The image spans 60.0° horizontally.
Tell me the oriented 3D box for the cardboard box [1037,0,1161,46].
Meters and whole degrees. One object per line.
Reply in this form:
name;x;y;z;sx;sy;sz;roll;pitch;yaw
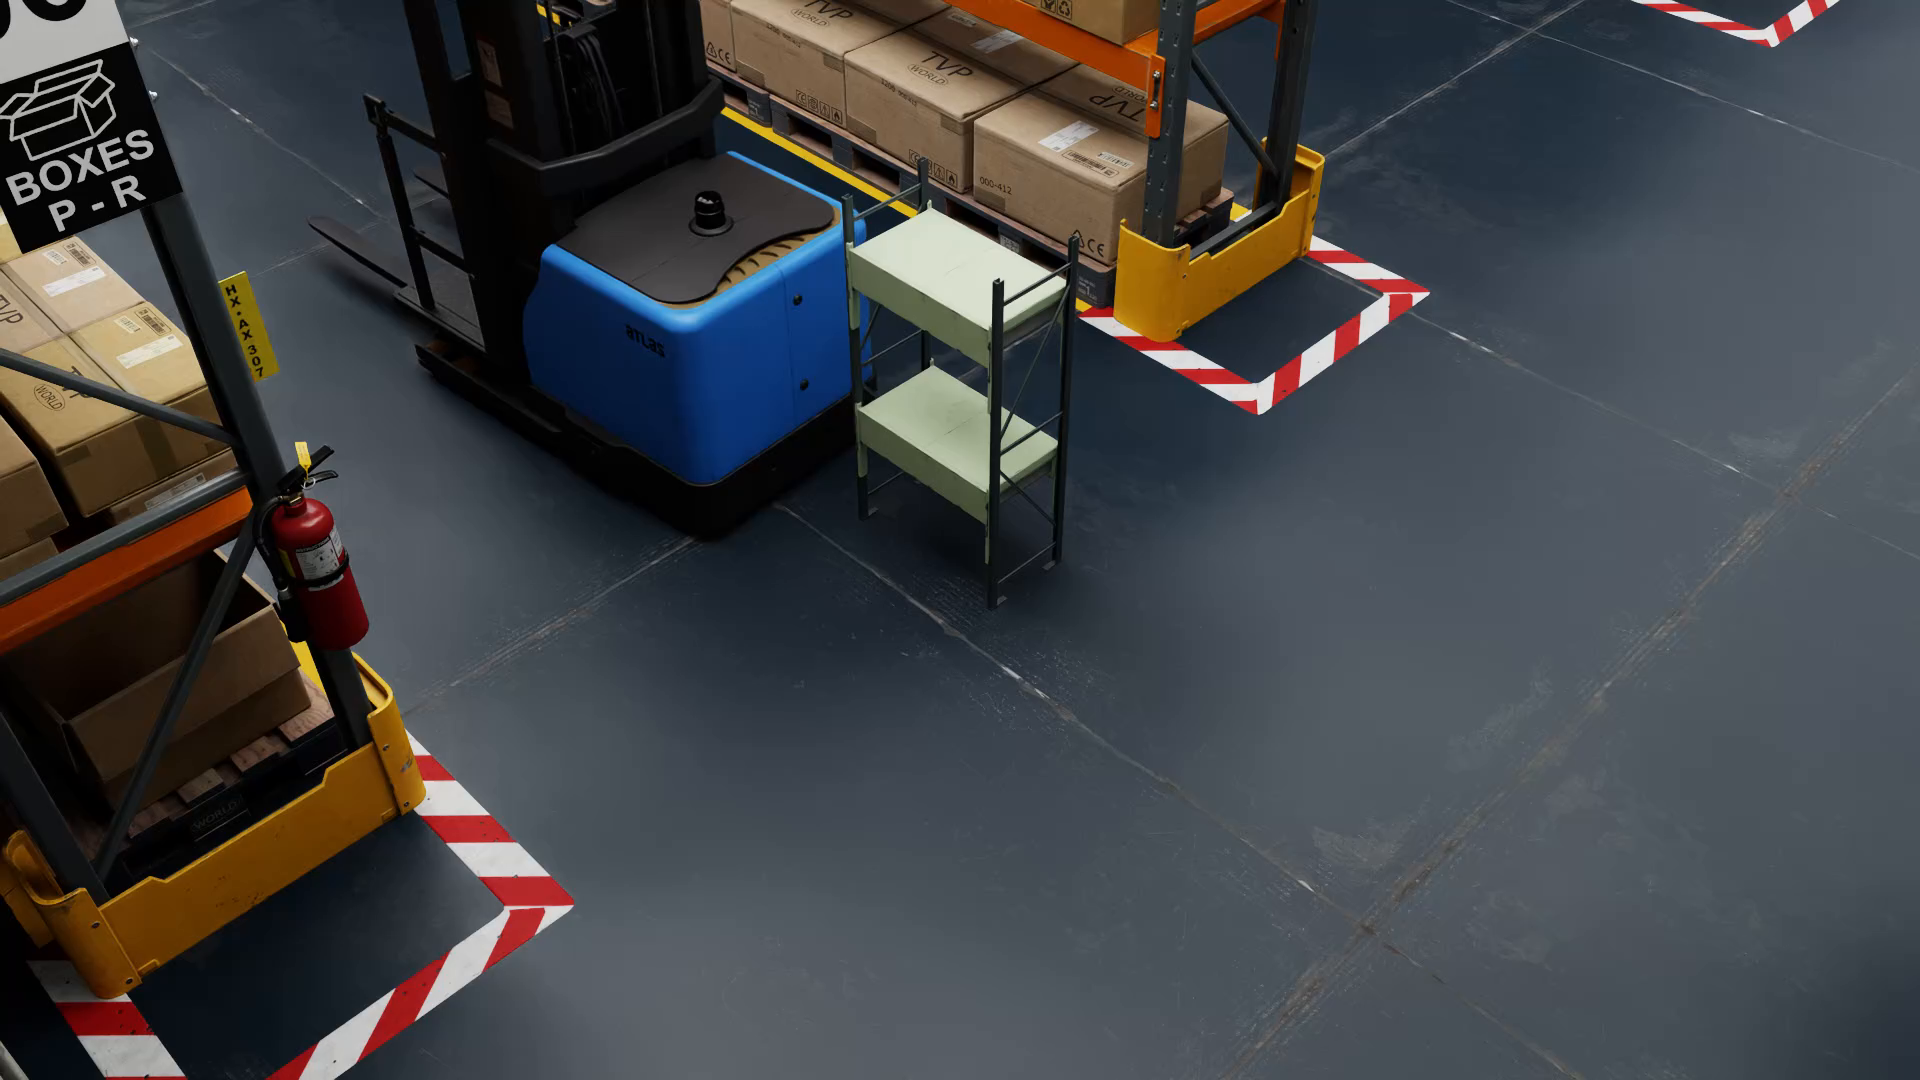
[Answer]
cardboard box;0.685;-2.508;7.125;0.500;0.500;0.500;-34;52;-31

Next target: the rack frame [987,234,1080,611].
rack frame;0.254;-0.378;5.999;0.400;1.500;0.023;-34;53;-31

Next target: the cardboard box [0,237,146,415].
cardboard box;-2.784;-0.629;5.056;0.500;0.250;0.500;-34;52;-31

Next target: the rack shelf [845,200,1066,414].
rack shelf;-0.005;-0.841;5.924;0.431;0.370;0.720;-34;53;-31

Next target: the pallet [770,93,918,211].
pallet;-0.264;-2.275;9.001;1.003;0.211;1.213;-34;53;-31

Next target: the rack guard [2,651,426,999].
rack guard;-2.352;0.896;5.357;1.175;0.500;0.348;-34;53;-31

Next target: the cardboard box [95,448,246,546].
cardboard box;-2.337;-0.183;4.867;0.250;0.149;0.380;34;52;31

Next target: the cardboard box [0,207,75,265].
cardboard box;-3.145;-0.871;5.318;0.500;0.250;0.500;33;52;31

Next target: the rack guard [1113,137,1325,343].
rack guard;1.230;-1.437;7.881;1.175;0.500;0.348;-34;53;-31

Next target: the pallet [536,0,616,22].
pallet;-2.210;-3.599;10.434;1.003;0.211;1.213;-34;53;-31

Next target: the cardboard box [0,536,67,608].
cardboard box;-2.723;0.076;4.587;0.250;0.149;0.380;34;52;31

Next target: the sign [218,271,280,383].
sign;-1.915;-0.564;4.457;0.100;0.325;0.005;-34;53;-31

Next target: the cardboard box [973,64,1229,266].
cardboard box;0.676;-1.849;8.064;0.875;0.438;0.875;32;52;30

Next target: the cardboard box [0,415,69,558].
cardboard box;-2.811;-0.134;4.520;0.500;0.250;0.500;-33;52;-30

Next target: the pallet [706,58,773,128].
pallet;-1.130;-2.861;9.636;1.003;0.211;1.213;-34;53;-31

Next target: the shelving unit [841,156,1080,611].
shelving unit;-0.005;-0.554;6.189;0.431;1.500;0.755;-34;53;-31

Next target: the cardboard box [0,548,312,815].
cardboard box;-2.663;0.438;5.541;0.637;0.503;0.797;32;52;30

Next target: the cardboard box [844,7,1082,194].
cardboard box;0.024;-2.284;8.535;0.875;0.438;0.875;-33;52;-30

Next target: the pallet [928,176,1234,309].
pallet;0.593;-1.689;8.367;1.003;0.211;1.213;-34;53;-31

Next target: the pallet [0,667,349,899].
pallet;-2.916;0.620;5.869;1.003;0.211;1.213;-34;53;-31

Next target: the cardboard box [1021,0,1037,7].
cardboard box;0.341;-2.756;7.394;0.500;0.500;0.500;33;52;31

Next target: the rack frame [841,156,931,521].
rack frame;-0.263;-0.730;6.379;0.400;1.500;0.023;-34;53;-31

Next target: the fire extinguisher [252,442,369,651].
fire extinguisher;-1.867;0.029;4.785;0.296;0.674;0.183;-34;53;-31

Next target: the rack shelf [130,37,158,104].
rack shelf;-3.711;-1.784;4.735;1.077;0.370;4.000;-34;53;-31

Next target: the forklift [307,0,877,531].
forklift;-1.799;-1.968;6.664;3.031;2.935;1.130;30;51;29

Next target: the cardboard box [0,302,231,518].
cardboard box;-2.428;-0.387;4.794;0.500;0.250;0.500;-34;52;-31

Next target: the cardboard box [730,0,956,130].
cardboard box;-0.612;-2.718;9.005;0.875;0.438;0.875;33;52;30

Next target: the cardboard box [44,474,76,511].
cardboard box;-2.549;-0.283;4.976;0.380;0.149;0.250;-33;52;-30

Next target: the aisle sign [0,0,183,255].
aisle sign;-2.043;-1.048;3.703;0.394;0.787;0.004;-34;53;-31

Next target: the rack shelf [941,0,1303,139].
rack shelf;-0.199;-3.063;8.329;1.077;0.370;4.000;-34;53;-31

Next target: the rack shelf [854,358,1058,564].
rack shelf;-0.005;-0.315;6.410;0.431;0.370;0.720;-34;53;-31

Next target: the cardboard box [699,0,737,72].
cardboard box;-1.244;-3.148;9.470;0.875;0.438;0.875;33;52;31

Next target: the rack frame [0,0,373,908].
rack frame;-2.299;0.014;4.469;1.000;3.000;0.127;-34;53;-31

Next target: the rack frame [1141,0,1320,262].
rack frame;1.213;-2.366;7.045;1.000;3.000;0.127;-34;53;-31

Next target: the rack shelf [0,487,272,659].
rack shelf;-3.711;-0.682;5.753;1.077;0.370;4.000;-34;53;-31
